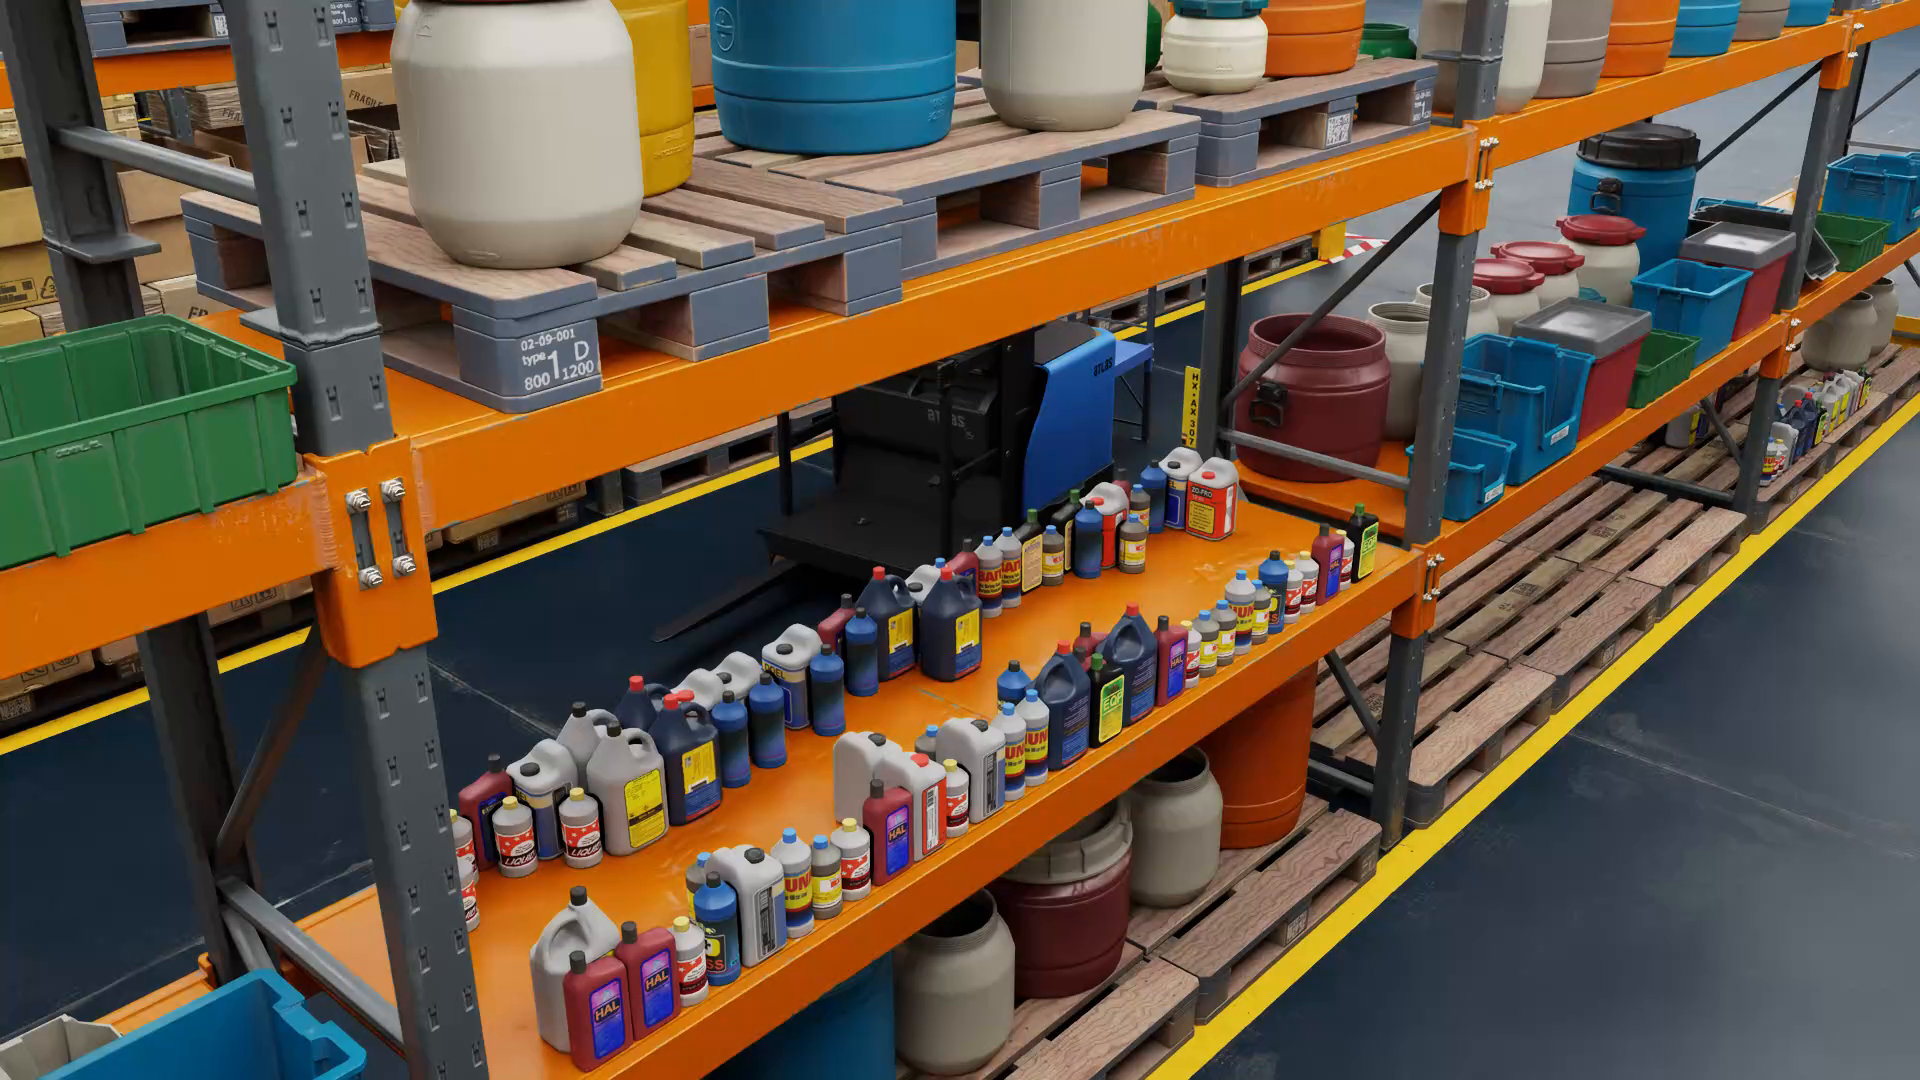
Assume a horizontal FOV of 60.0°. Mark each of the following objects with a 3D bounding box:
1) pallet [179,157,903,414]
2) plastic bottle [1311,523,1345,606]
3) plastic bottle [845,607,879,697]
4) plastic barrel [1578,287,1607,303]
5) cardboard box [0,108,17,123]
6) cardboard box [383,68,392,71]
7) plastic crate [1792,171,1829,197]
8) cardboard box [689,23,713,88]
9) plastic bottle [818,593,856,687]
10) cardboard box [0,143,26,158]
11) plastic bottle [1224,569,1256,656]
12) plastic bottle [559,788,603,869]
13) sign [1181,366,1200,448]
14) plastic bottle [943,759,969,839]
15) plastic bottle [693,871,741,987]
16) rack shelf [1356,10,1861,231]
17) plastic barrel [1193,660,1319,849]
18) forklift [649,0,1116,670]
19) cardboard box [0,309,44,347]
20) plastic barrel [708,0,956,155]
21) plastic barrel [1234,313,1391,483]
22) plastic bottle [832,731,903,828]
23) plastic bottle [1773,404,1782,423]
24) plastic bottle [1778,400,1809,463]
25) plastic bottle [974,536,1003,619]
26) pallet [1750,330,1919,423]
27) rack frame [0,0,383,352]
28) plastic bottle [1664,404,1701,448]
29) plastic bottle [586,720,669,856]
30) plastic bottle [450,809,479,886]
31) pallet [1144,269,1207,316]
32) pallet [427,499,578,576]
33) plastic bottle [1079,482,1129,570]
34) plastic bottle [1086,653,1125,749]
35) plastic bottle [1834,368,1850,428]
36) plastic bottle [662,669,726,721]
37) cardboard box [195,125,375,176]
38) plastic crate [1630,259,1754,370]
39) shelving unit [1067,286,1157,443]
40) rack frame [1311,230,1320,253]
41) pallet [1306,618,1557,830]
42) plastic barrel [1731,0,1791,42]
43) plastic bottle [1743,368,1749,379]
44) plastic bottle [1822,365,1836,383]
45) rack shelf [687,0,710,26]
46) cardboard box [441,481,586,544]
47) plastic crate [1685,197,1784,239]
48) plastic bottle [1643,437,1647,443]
[{"bbox_3d":[-0.884,-0.625,3.542,1.213,0.211,1.003,20,31,38],"label":"pallet"},{"bbox_3d":[1.229,0.068,5.575,0.061,0.283,0.133,20,31,38],"label":"plastic bottle"},{"bbox_3d":[-0.295,0.330,5.005,0.097,0.271,0.097,0,24,0],"label":"plastic bottle"},{"bbox_3d":[3.008,-1.090,8.183,0.301,0.262,0.301,0,24,0],"label":"plastic barrel"},{"bbox_3d":[-6.484,-2.869,11.049,0.380,0.149,0.250,21,32,39],"label":"cardboard box"},{"bbox_3d":[-4.470,-3.602,13.495,0.500,0.500,0.500,20,31,37],"label":"cardboard box"},{"bbox_3d":[5.838,-2.428,11.321,0.298,0.136,0.250,20,31,38],"label":"plastic crate"},{"bbox_3d":[-2.722,-4.610,15.681,0.875,0.550,0.550,20,31,38],"label":"cardboard box"},{"bbox_3d":[-0.366,0.308,5.038,0.061,0.283,0.133,20,31,38],"label":"plastic bottle"},{"bbox_3d":[-6.473,-2.606,11.189,0.380,0.149,0.250,20,31,37],"label":"cardboard box"},{"bbox_3d":[0.879,0.222,5.246,0.097,0.271,0.097,0,24,0],"label":"plastic bottle"},{"bbox_3d":[-0.962,0.723,4.215,0.097,0.201,0.097,0,24,0],"label":"plastic bottle"},{"bbox_3d":[0.921,-0.518,6.540,0.100,0.325,0.005,20,31,38],"label":"sign"},{"bbox_3d":[-0.026,0.667,4.339,0.097,0.201,0.097,0,24,0],"label":"plastic bottle"},{"bbox_3d":[-0.554,0.876,3.787,0.097,0.271,0.097,0,24,0],"label":"plastic bottle"},{"bbox_3d":[2.671,-1.945,7.135,1.077,0.370,4.000,20,31,38],"label":"rack shelf"},{"bbox_3d":[1.022,0.657,6.258,0.600,0.830,0.708,20,31,38],"label":"plastic barrel"},{"bbox_3d":[-0.341,-1.122,8.169,1.130,2.935,3.031,15,28,30],"label":"forklift"},{"bbox_3d":[-4.194,-0.700,7.023,0.500,0.500,0.500,20,31,38],"label":"cardboard box"},{"bbox_3d":[-0.309,-1.428,3.975,0.600,0.901,0.708,20,31,38],"label":"plastic barrel"},{"bbox_3d":[1.420,-0.582,6.715,0.600,0.536,0.708,20,31,38],"label":"plastic barrel"},{"bbox_3d":[-0.237,0.619,4.354,0.152,0.276,0.135,20,31,38],"label":"plastic bottle"},{"bbox_3d":[4.746,-0.678,9.796,0.144,0.351,0.185,20,31,38],"label":"plastic bottle"},{"bbox_3d":[4.853,-0.639,9.709,0.144,0.351,0.185,21,32,39],"label":"plastic bottle"},{"bbox_3d":[0.092,0.116,5.482,0.097,0.271,0.097,0,24,0],"label":"plastic bottle"},{"bbox_3d":[6.113,-1.178,11.620,1.003,0.211,1.213,20,31,38],"label":"pallet"},{"bbox_3d":[-1.334,-1.814,2.297,1.000,3.000,0.127,20,31,38],"label":"rack frame"},{"bbox_3d":[4.328,-0.742,9.938,0.144,0.351,0.185,20,31,38],"label":"plastic bottle"},{"bbox_3d":[-0.857,0.616,4.271,0.144,0.351,0.185,20,31,38],"label":"plastic bottle"},{"bbox_3d":[-1.255,0.763,4.126,0.097,0.201,0.097,0,24,0],"label":"plastic bottle"},{"bbox_3d":[1.553,-2.182,13.858,1.003,0.211,1.213,20,31,38],"label":"pallet"},{"bbox_3d":[-2.935,-0.156,9.340,1.003,0.211,1.213,20,31,38],"label":"pallet"},{"bbox_3d":[0.497,-0.054,5.857,0.152,0.276,0.135,20,31,38],"label":"plastic bottle"},{"bbox_3d":[0.408,0.443,4.739,0.061,0.283,0.133,20,31,38],"label":"plastic bottle"},{"bbox_3d":[5.387,-0.883,10.252,0.144,0.351,0.185,22,32,40],"label":"plastic bottle"},{"bbox_3d":[-0.731,0.506,4.606,0.152,0.276,0.135,20,31,38],"label":"plastic bottle"},{"bbox_3d":[-3.290,-1.735,8.105,0.797,0.503,0.637,21,32,39],"label":"cardboard box"},{"bbox_3d":[3.501,-1.086,8.025,0.392,0.384,0.575,20,31,38],"label":"plastic crate"},{"bbox_3d":[0.719,-1.193,10.077,0.538,1.500,1.048,15,28,30],"label":"shelving unit"},{"bbox_3d":[2.987,-4.085,14.695,1.000,3.000,0.127,20,31,38],"label":"rack frame"},{"bbox_3d":[1.882,0.751,7.316,1.003,0.211,1.213,20,31,38],"label":"pallet"},{"bbox_3d":[3.391,-2.698,7.322,0.600,0.901,0.600,0,24,0],"label":"plastic barrel"},{"bbox_3d":[5.233,-1.221,11.105,0.097,0.271,0.097,0,24,0],"label":"plastic bottle"},{"bbox_3d":[5.507,-0.975,10.540,0.061,0.283,0.133,20,31,38],"label":"plastic bottle"},{"bbox_3d":[-1.018,-3.298,10.152,1.077,0.370,4.000,20,31,38],"label":"rack shelf"},{"bbox_3d":[-2.829,-0.666,9.152,1.225,0.875,0.875,18,30,35],"label":"cardboard box"},{"bbox_3d":[4.542,-1.858,9.909,0.499,0.251,0.616,20,31,38],"label":"plastic crate"},{"bbox_3d":[4.081,-0.712,9.954,0.061,0.283,0.133,22,32,40],"label":"plastic bottle"}]
